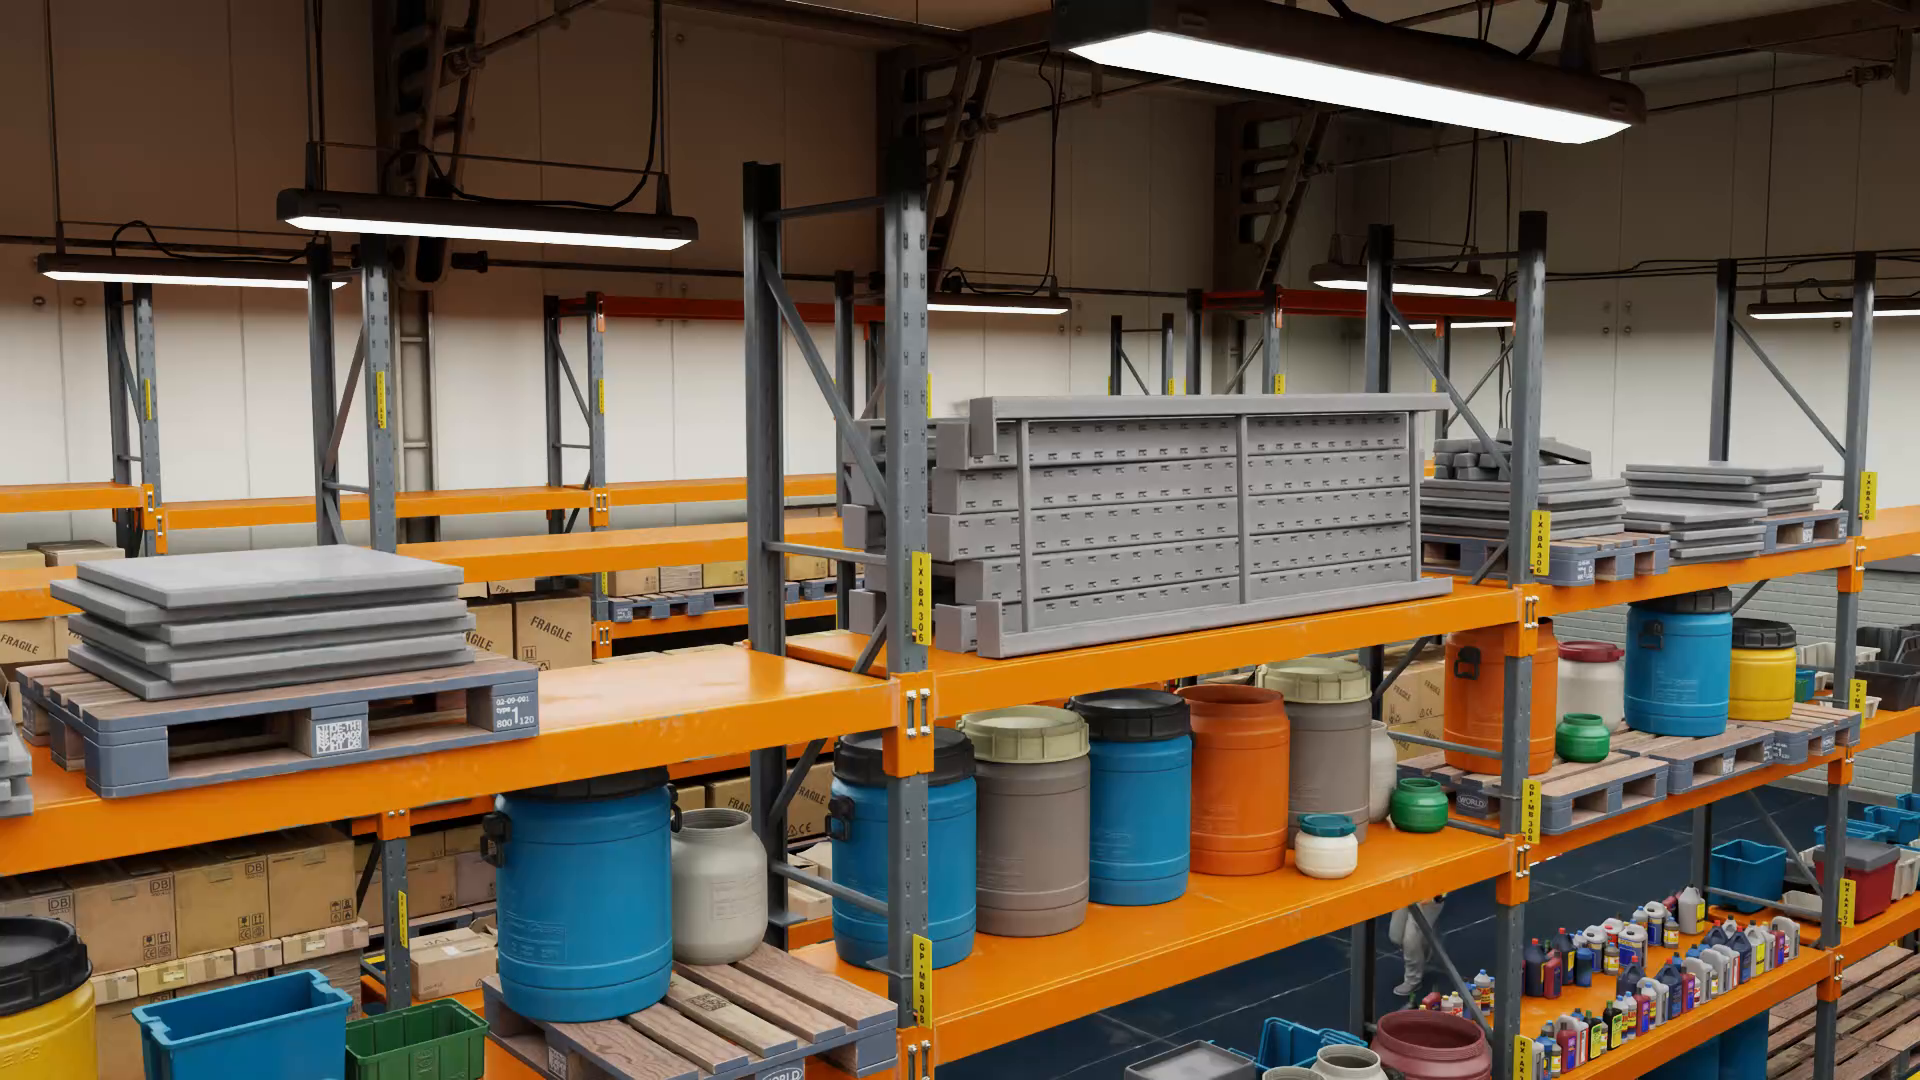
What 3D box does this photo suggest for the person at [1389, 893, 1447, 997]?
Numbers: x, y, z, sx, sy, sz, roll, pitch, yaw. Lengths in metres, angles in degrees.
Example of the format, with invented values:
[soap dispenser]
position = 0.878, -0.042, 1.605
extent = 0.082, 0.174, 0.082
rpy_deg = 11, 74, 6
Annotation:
[person]
position = 3.937, 3.017, 14.069
extent = 0.624, 1.633, 0.616
rpy_deg = -4, 7, -36
